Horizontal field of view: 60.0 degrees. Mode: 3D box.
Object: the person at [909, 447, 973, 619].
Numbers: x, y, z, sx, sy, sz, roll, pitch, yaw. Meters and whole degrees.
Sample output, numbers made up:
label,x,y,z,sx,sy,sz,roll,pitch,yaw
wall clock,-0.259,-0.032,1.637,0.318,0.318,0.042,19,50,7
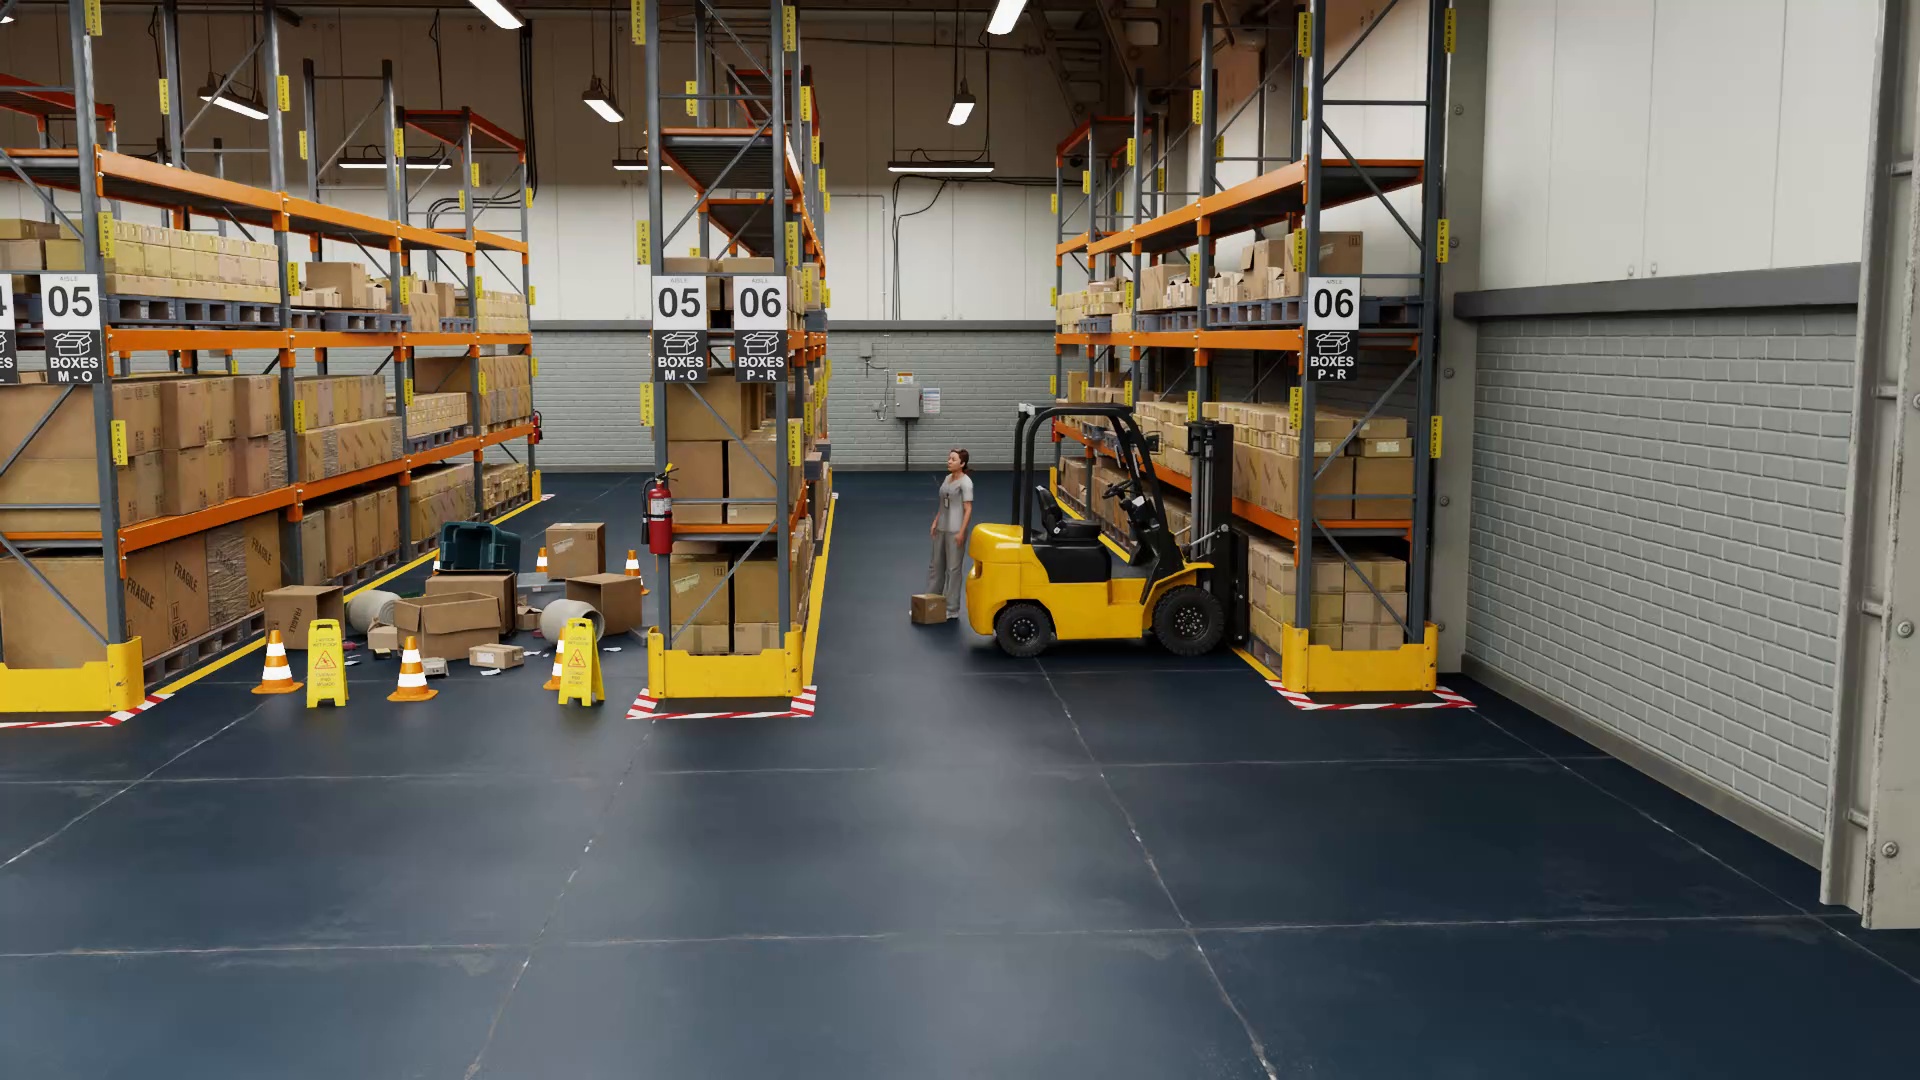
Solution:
label,x,y,z,sx,sy,sz,roll,pitch,yaw
person,-0.141,-0.066,16.219,0.549,1.676,0.549,-4,8,-33
